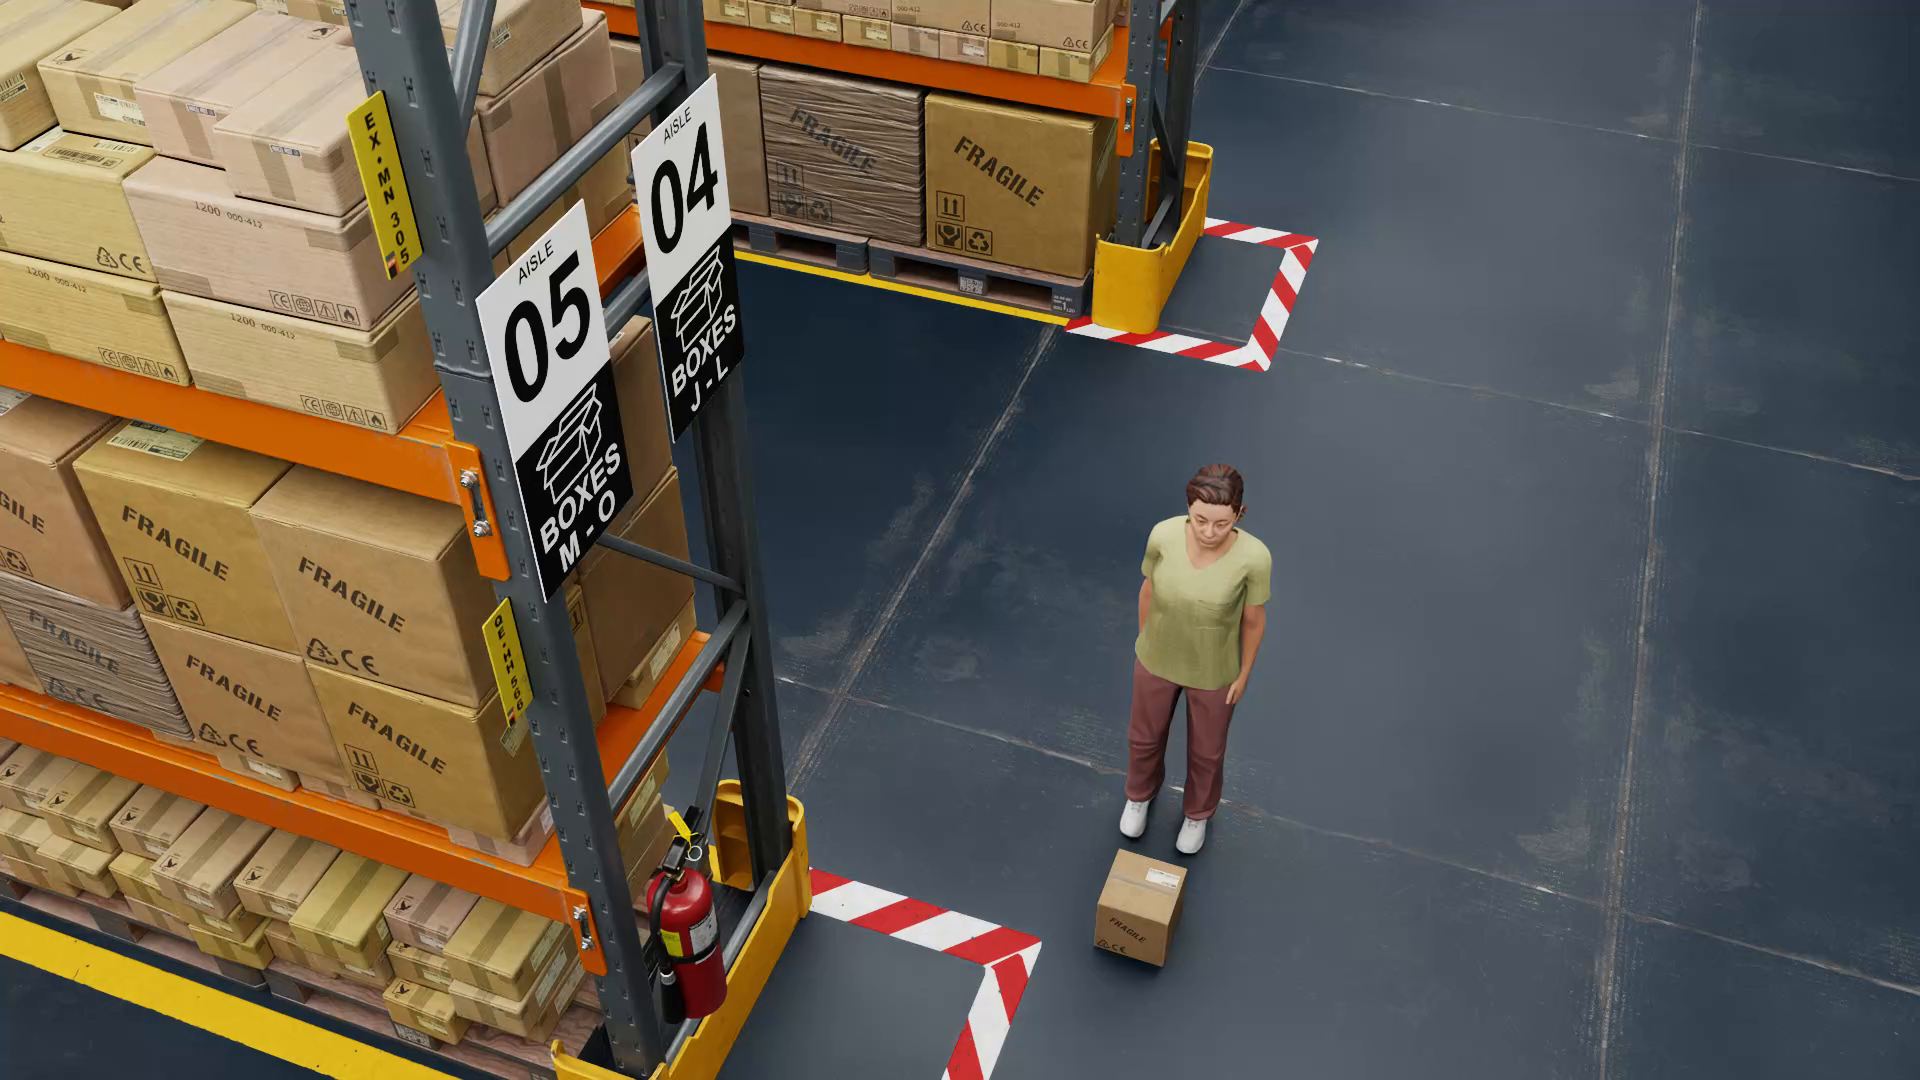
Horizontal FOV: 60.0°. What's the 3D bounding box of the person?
[{"bbox_3d":[0.799,0.412,5.703,0.441,1.669,0.360,15,44,16],"label":"person"}]
